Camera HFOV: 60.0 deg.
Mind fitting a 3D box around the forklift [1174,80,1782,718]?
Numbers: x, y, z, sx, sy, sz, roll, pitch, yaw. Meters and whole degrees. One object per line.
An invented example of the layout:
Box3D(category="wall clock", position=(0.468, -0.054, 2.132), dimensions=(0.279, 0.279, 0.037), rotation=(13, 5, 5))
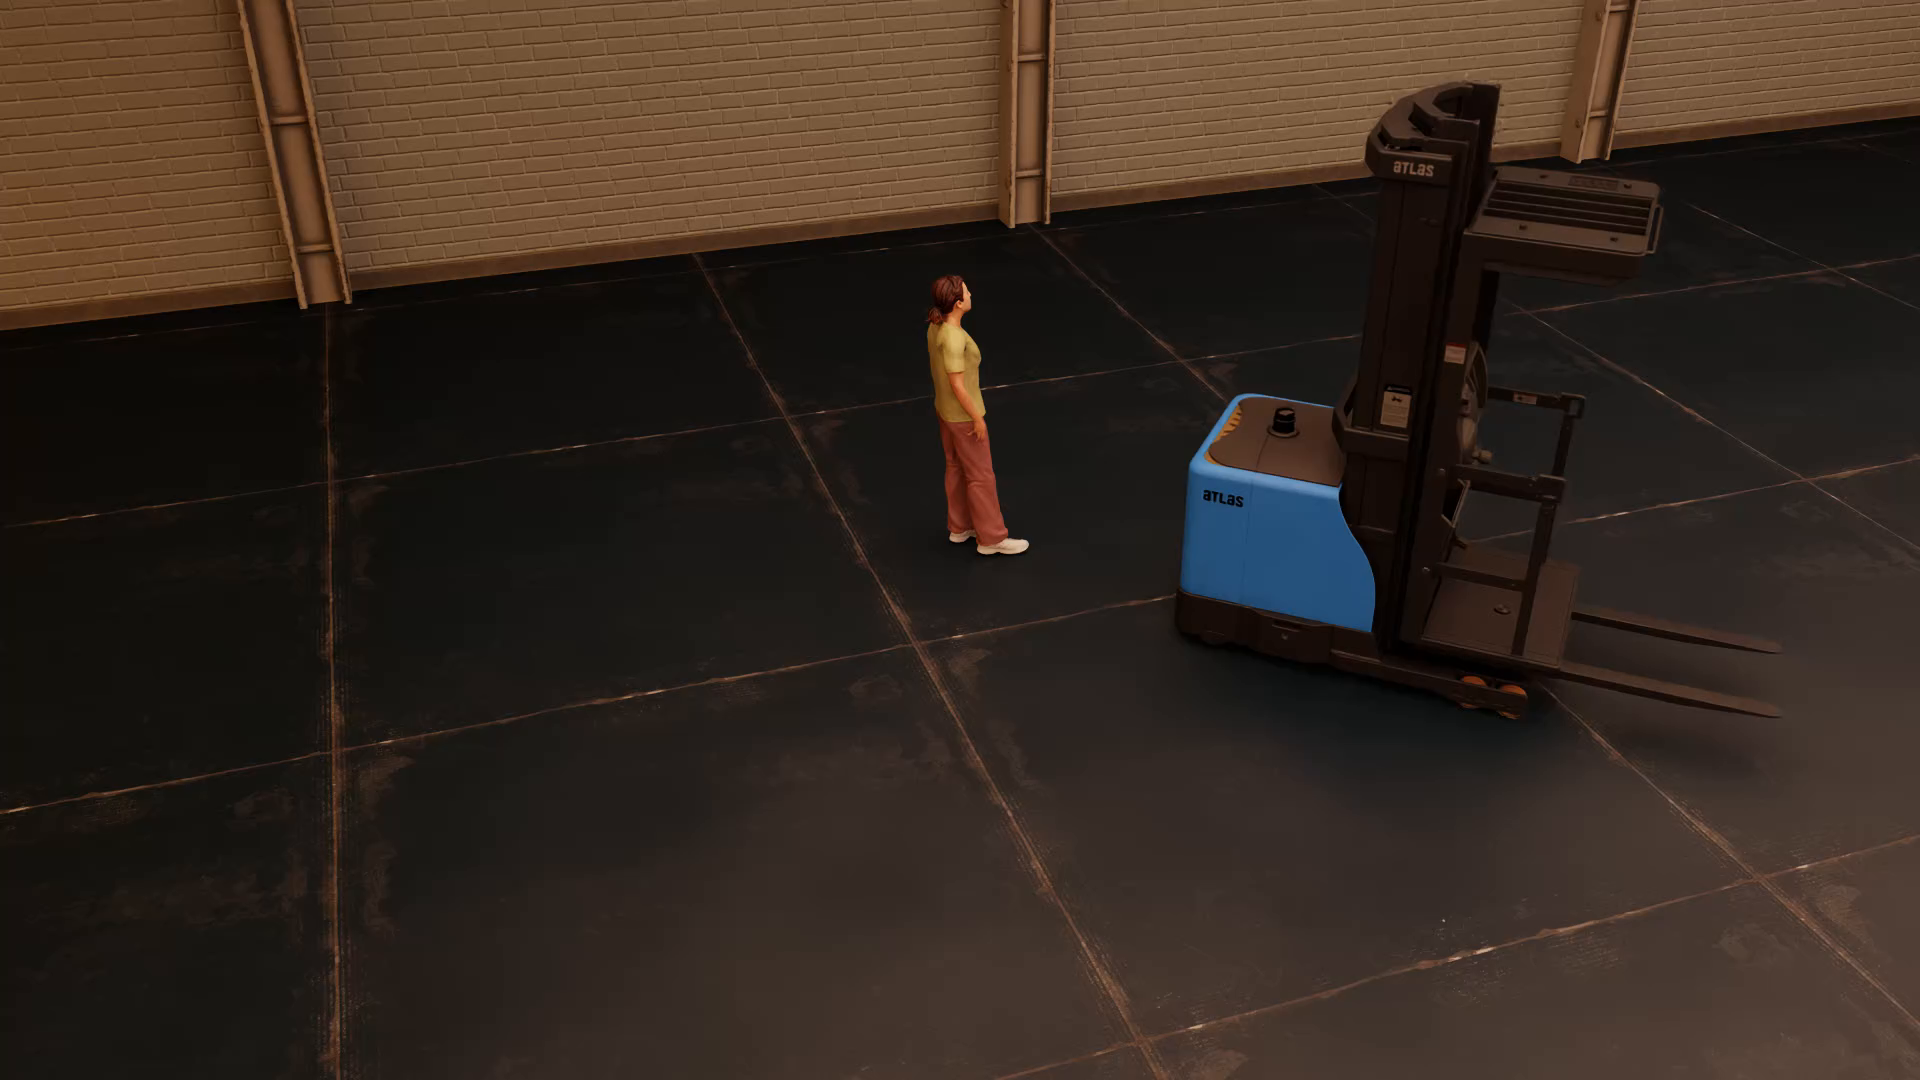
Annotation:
Box3D(category="forklift", position=(2.737, -0.668, 8.248), dimensions=(3.031, 2.935, 1.130), rotation=(12, 32, 20))

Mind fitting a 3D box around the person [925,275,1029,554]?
Box3D(category="person", position=(0.074, -0.739, 9.616), dimensions=(0.548, 1.673, 0.554), rotation=(-10, 31, -16))
